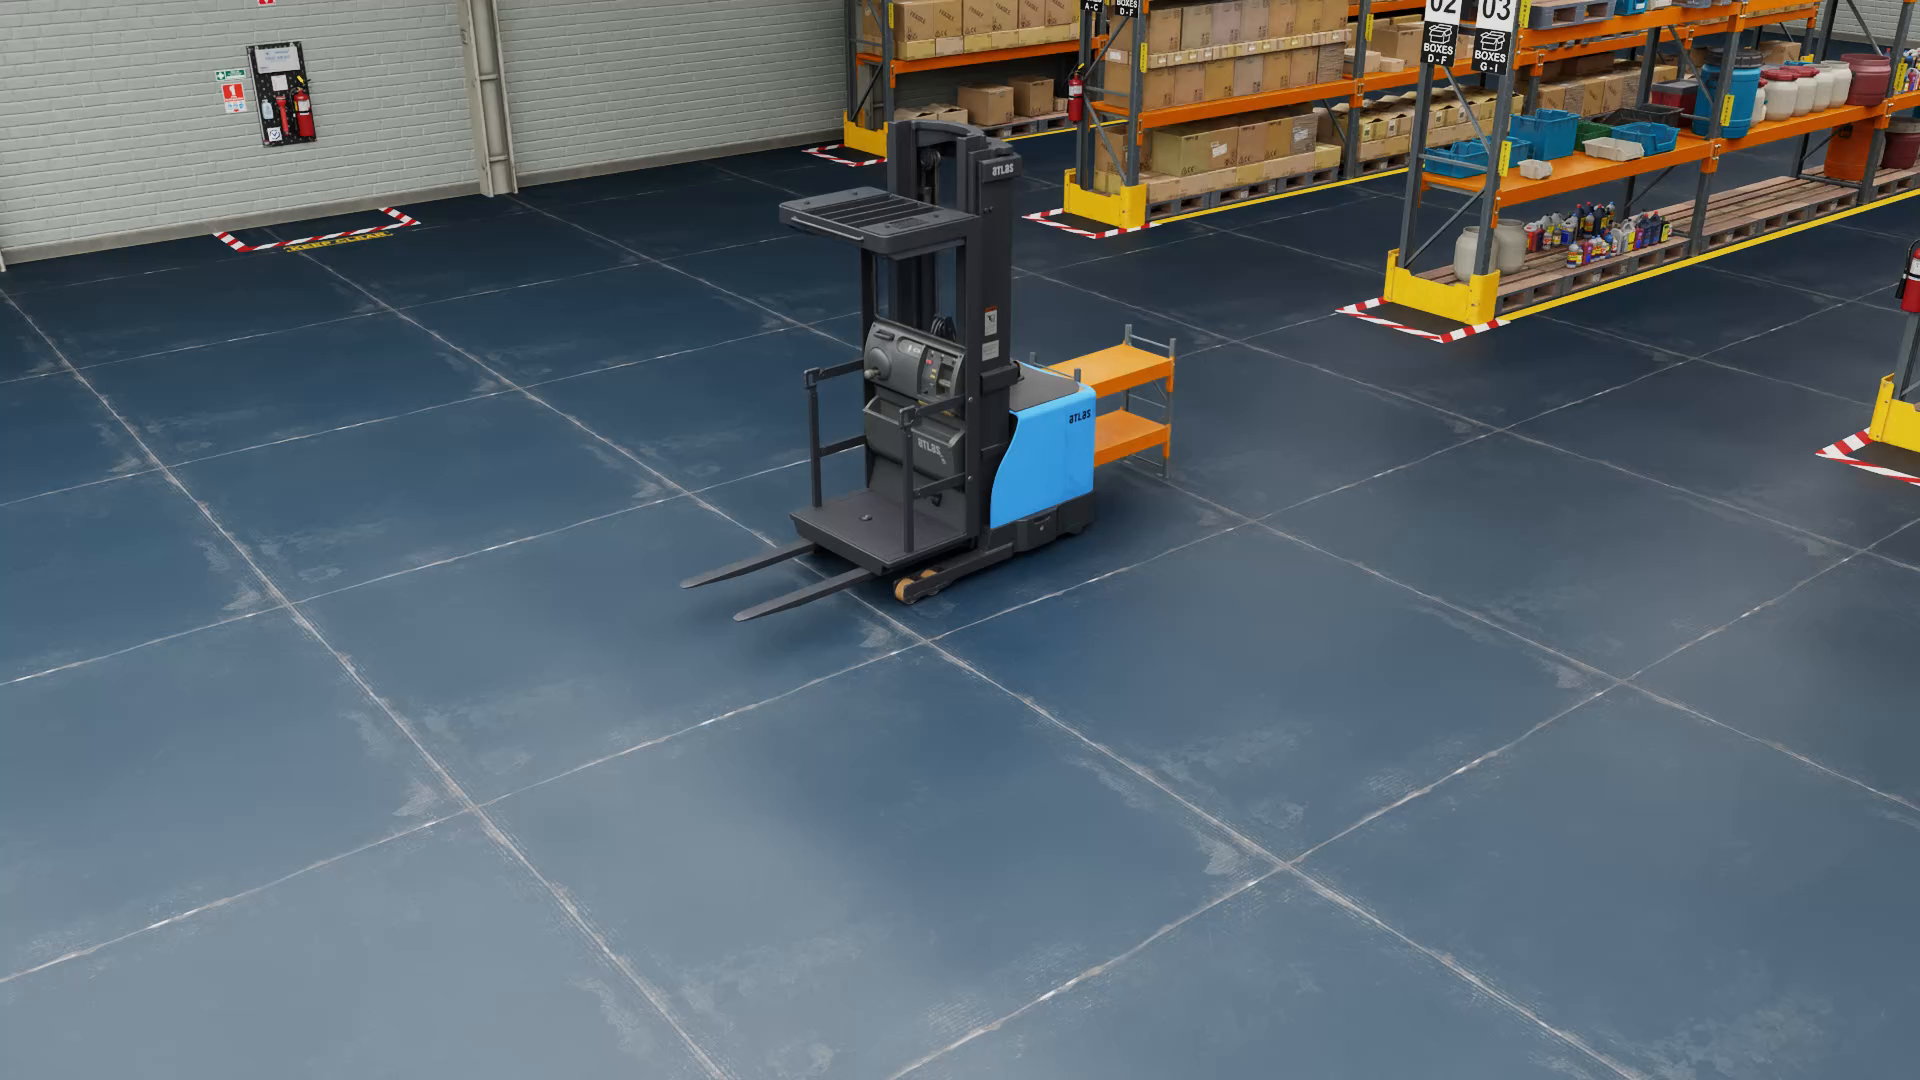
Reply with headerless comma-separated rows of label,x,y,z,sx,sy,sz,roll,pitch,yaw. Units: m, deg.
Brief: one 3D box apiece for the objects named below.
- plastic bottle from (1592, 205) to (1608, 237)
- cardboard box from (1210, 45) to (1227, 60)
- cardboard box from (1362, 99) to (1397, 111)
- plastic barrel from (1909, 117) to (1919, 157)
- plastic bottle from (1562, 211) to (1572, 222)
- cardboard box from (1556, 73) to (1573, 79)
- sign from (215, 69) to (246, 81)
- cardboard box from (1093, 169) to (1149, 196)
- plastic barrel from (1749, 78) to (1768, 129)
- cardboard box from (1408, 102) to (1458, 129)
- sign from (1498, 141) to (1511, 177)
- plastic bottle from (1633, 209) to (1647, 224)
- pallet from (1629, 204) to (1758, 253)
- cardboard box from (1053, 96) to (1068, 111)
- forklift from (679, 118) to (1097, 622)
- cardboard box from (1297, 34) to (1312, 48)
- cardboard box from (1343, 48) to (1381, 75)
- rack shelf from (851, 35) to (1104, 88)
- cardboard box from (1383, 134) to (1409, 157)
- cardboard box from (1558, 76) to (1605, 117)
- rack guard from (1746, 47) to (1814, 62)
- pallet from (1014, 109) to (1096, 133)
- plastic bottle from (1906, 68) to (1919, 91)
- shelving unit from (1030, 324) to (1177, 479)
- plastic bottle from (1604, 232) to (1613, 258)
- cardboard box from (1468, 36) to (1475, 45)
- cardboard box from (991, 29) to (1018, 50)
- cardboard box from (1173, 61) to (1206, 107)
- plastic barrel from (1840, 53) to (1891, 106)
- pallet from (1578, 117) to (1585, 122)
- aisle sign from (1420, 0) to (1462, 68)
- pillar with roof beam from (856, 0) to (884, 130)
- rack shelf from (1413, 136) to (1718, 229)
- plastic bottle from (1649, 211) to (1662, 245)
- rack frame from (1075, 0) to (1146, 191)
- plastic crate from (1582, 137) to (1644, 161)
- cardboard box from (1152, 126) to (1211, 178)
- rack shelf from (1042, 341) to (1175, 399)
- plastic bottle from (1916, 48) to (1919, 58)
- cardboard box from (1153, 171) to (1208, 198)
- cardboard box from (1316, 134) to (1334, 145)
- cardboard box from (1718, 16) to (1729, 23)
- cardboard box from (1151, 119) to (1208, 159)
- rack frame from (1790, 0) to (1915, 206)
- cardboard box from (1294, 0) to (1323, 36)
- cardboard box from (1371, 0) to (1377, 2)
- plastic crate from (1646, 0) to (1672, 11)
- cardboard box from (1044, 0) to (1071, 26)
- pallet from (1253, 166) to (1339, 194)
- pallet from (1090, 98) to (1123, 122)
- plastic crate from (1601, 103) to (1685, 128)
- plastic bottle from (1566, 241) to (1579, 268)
plastic bottle,7.179,-3.595,18.683,0.185,0.351,0.144,-18,31,-34
cardboard box,3.033,-5.958,20.263,0.250,0.149,0.380,-19,31,-36
cardboard box,5.869,-6.022,23.391,0.500,0.311,0.500,-18,31,-34
plastic barrel,12.781,-5.420,22.449,0.421,0.512,0.421,0,25,0
plastic bottle,6.785,-3.534,18.632,0.133,0.283,0.061,-17,30,-32
cardboard box,9.074,-6.918,25.667,0.500,0.500,0.500,-20,31,-36
sign,-8.442,-5.385,19.246,0.331,0.109,0.001,-18,31,-34
cardboard box,2.019,-4.500,20.777,0.500,0.250,0.500,-18,31,-34
plastic barrel,8.869,-4.954,18.827,0.433,0.535,0.433,0,25,0
cardboard box,6.615,-5.981,23.302,0.500,0.311,0.500,-17,30,-33
sign,5.169,-3.620,15.784,0.005,0.325,0.100,-18,31,-34
plastic bottle,7.563,-3.499,18.478,0.185,0.351,0.144,-18,31,-34
pallet,8.575,-3.668,19.531,1.213,0.211,1.003,-18,31,-34
cardboard box,1.465,-6.764,25.731,0.380,0.166,0.250,22,33,39
forklift,-0.464,-1.155,10.885,3.031,2.935,1.130,-21,32,-37
cardboard box,4.239,-6.355,21.119,0.250,0.149,0.380,-18,31,-34
cardboard box,5.288,-6.433,22.353,0.500,0.250,0.500,-16,29,-31
rack shelf,0.294,-7.153,24.580,4.000,0.370,1.077,-18,31,-34
cardboard box,5.801,-5.457,22.839,0.500,0.250,0.500,-17,30,-33
cardboard box,9.416,-6.753,25.312,0.500,0.500,0.500,-19,31,-35
rack guard,14.310,-8.322,29.215,0.348,0.500,1.175,-18,31,-34
pallet,1.361,-6.547,25.734,1.213,0.211,1.003,-18,31,-34
plastic bottle,12.033,-5.825,21.012,0.135,0.276,0.152,-18,31,-34
shelving unit,1.067,-0.925,12.535,1.048,1.125,0.538,-20,32,-37
plastic bottle,6.960,-3.175,17.873,0.097,0.271,0.097,0,25,0
cardboard box,7.252,-7.189,23.910,0.500,0.311,0.500,-19,31,-35
cardboard box,0.503,-7.322,24.246,0.500,0.250,0.500,-18,30,-34
cardboard box,2.565,-5.620,20.304,0.500,0.500,0.700,-17,30,-33
plastic barrel,10.950,-5.596,20.211,0.708,0.536,0.600,-18,31,-34
pallet,8.686,-6.314,25.231,1.213,0.211,1.003,-18,31,-34
aisle sign,4.593,-4.936,15.862,0.004,0.787,0.394,-18,31,-34
pillar with roof beam,1.393,-8.723,19.983,0.400,9.000,9.100,-18,31,-34
rack shelf,6.407,-3.871,17.509,4.000,0.370,1.077,-18,31,-34
plastic bottle,7.652,-3.452,18.375,0.185,0.351,0.144,-19,31,-35
rack frame,1.780,-5.319,19.776,0.127,3.000,1.000,-18,31,-34
plastic crate,6.859,-4.091,17.443,0.437,0.136,0.530,-18,31,-34
cardboard box,2.731,-4.799,20.531,0.500,0.500,0.500,-18,31,-34
rack shelf,1.067,-1.191,12.412,1.000,0.278,0.538,-20,32,-37
plastic bottle,12.948,-6.504,22.475,0.135,0.276,0.152,-18,31,-34
cardboard box,2.730,-4.459,20.690,0.500,0.250,0.500,-18,31,-34
cardboard box,5.075,-5.505,22.944,0.500,0.250,0.500,-19,31,-35
cardboard box,12.193,-8.658,26.851,0.500,0.500,0.500,-18,30,-33
cardboard box,2.796,-5.105,21.191,0.500,0.500,0.500,-18,31,-34
rack frame,11.129,-5.756,20.716,0.127,3.000,1.000,-18,31,-34
cardboard box,4.185,-6.743,21.184,0.500,0.500,0.700,-18,31,-34
cardboard box,7.045,-9.475,29.004,0.250,0.149,0.380,-19,31,-35
plastic crate,6.967,-5.407,16.714,0.396,0.136,0.243,-18,31,-34
cardboard box,1.297,-7.923,24.649,0.500,0.500,0.500,-18,31,-34
pallet,4.276,-4.901,22.186,1.213,0.211,1.003,-18,31,-34
pallet,2.479,-6.936,26.572,1.213,0.211,1.003,-18,31,-34
plastic crate,7.490,-4.594,18.287,0.504,0.338,0.767,-18,31,-34
plastic bottle,6.452,-3.007,17.512,0.097,0.271,0.097,0,25,0
